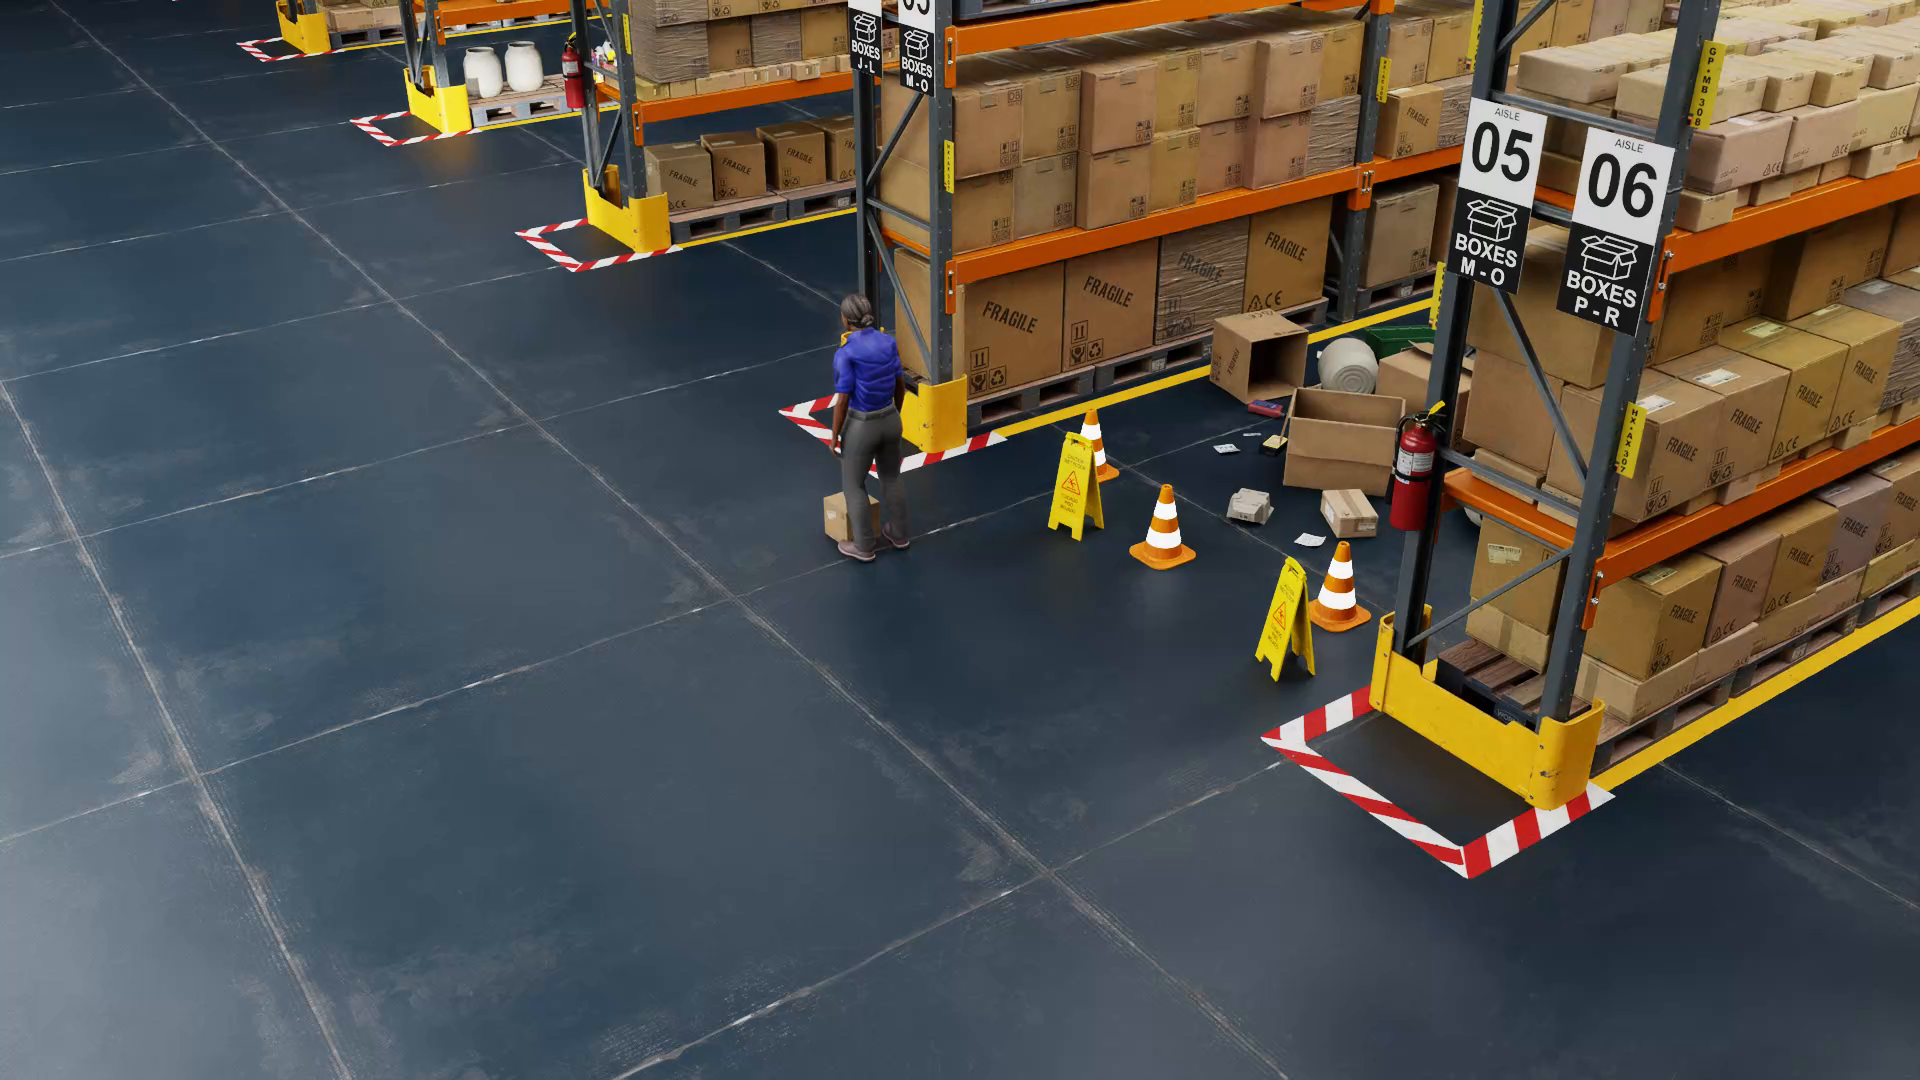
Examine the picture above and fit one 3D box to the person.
[{"bbox_3d":[-0.533,-0.667,9.843,0.529,1.656,0.346,-21,35,-33],"label":"person"}]
